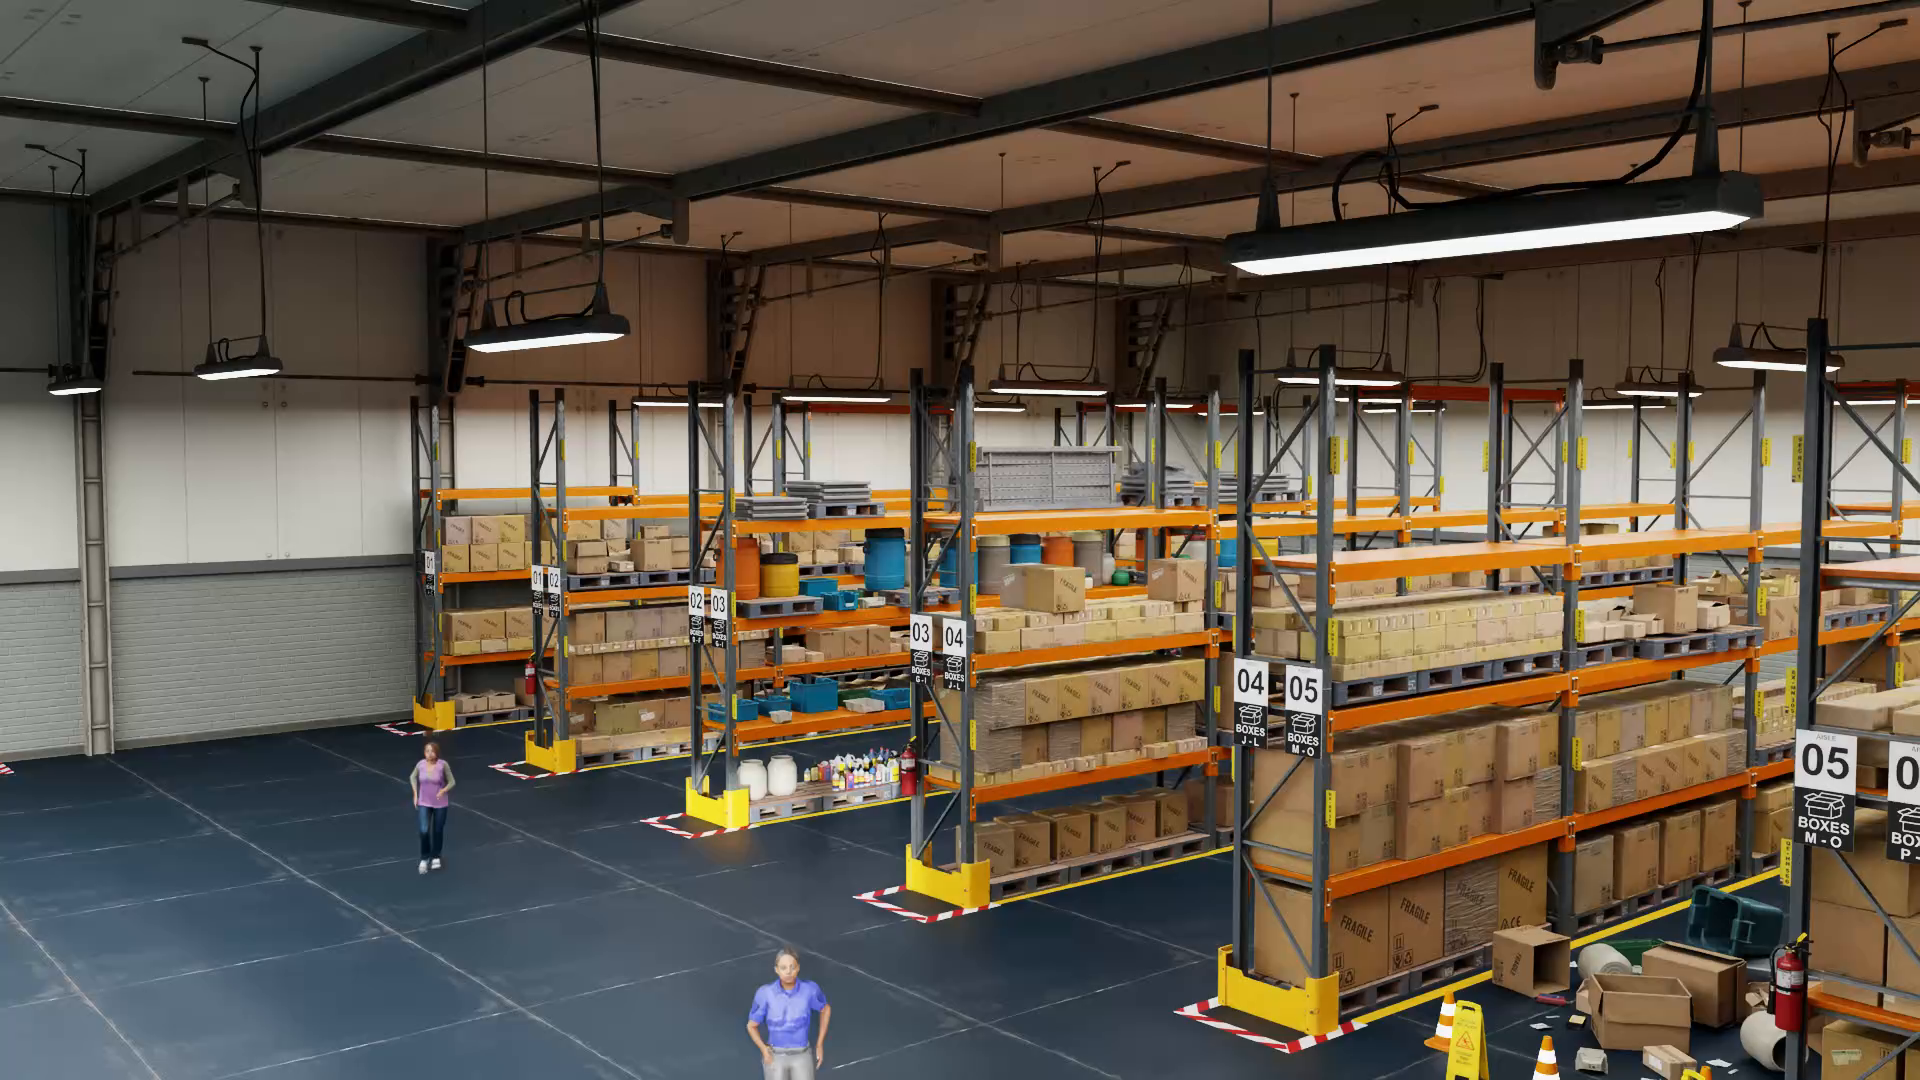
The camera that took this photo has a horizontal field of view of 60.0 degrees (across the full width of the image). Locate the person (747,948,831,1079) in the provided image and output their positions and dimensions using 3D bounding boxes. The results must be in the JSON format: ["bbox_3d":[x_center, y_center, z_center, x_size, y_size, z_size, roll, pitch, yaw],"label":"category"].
[{"bbox_3d":[-1.195,3.662,11.604,0.586,1.624,0.585,0,3,-4],"label":"person"}]

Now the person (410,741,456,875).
[{"bbox_3d":[-6.302,3.196,19.878,0.534,1.591,0.658,-1,3,-14],"label":"person"}]

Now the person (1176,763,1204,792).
[{"bbox_3d":[3.366,2.880,23.879,0.712,1.812,0.687,-3,5,-45],"label":"person"}]
